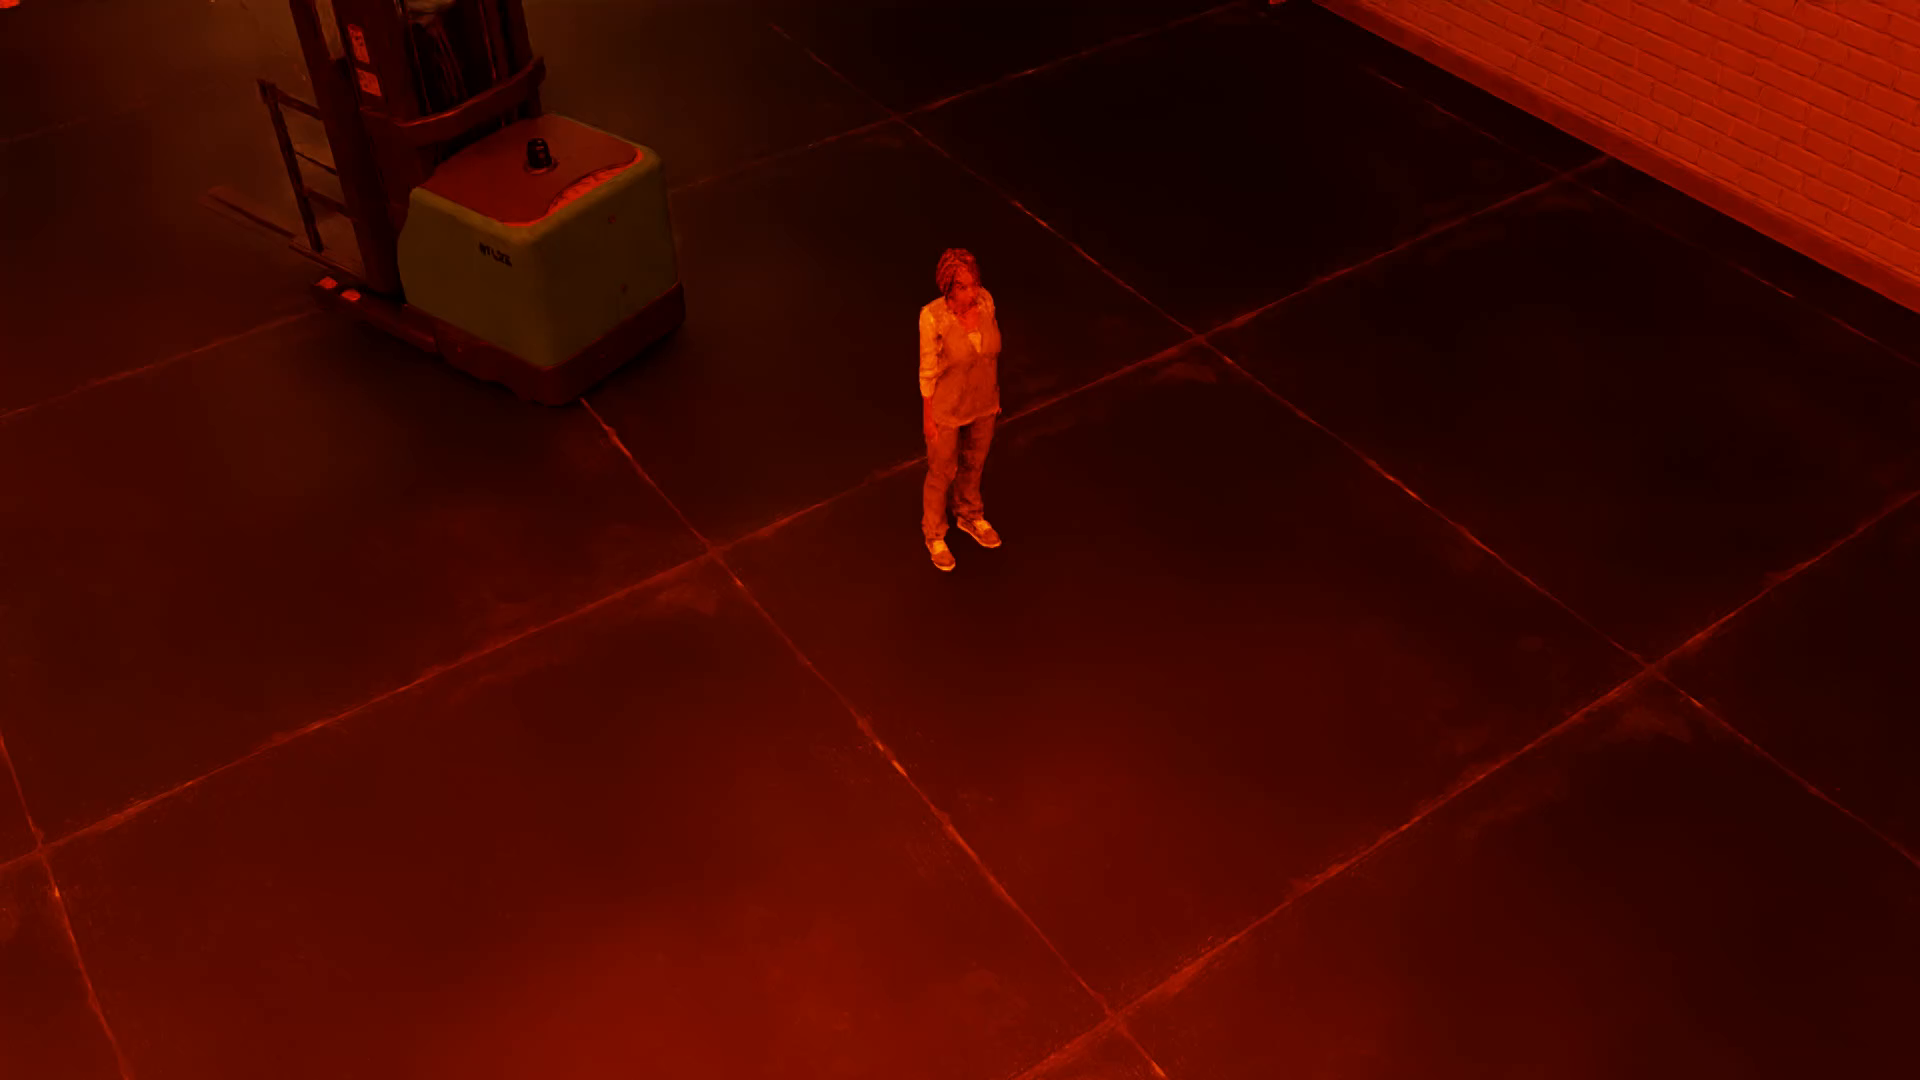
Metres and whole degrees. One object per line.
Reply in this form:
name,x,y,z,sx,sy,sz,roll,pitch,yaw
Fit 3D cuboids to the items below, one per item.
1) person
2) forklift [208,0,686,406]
person,0.005,-0.583,7.331,0.405,1.604,0.310,-25,48,-25
forklift,-2.997,-2.565,8.499,3.031,2.935,1.130,25,48,25
